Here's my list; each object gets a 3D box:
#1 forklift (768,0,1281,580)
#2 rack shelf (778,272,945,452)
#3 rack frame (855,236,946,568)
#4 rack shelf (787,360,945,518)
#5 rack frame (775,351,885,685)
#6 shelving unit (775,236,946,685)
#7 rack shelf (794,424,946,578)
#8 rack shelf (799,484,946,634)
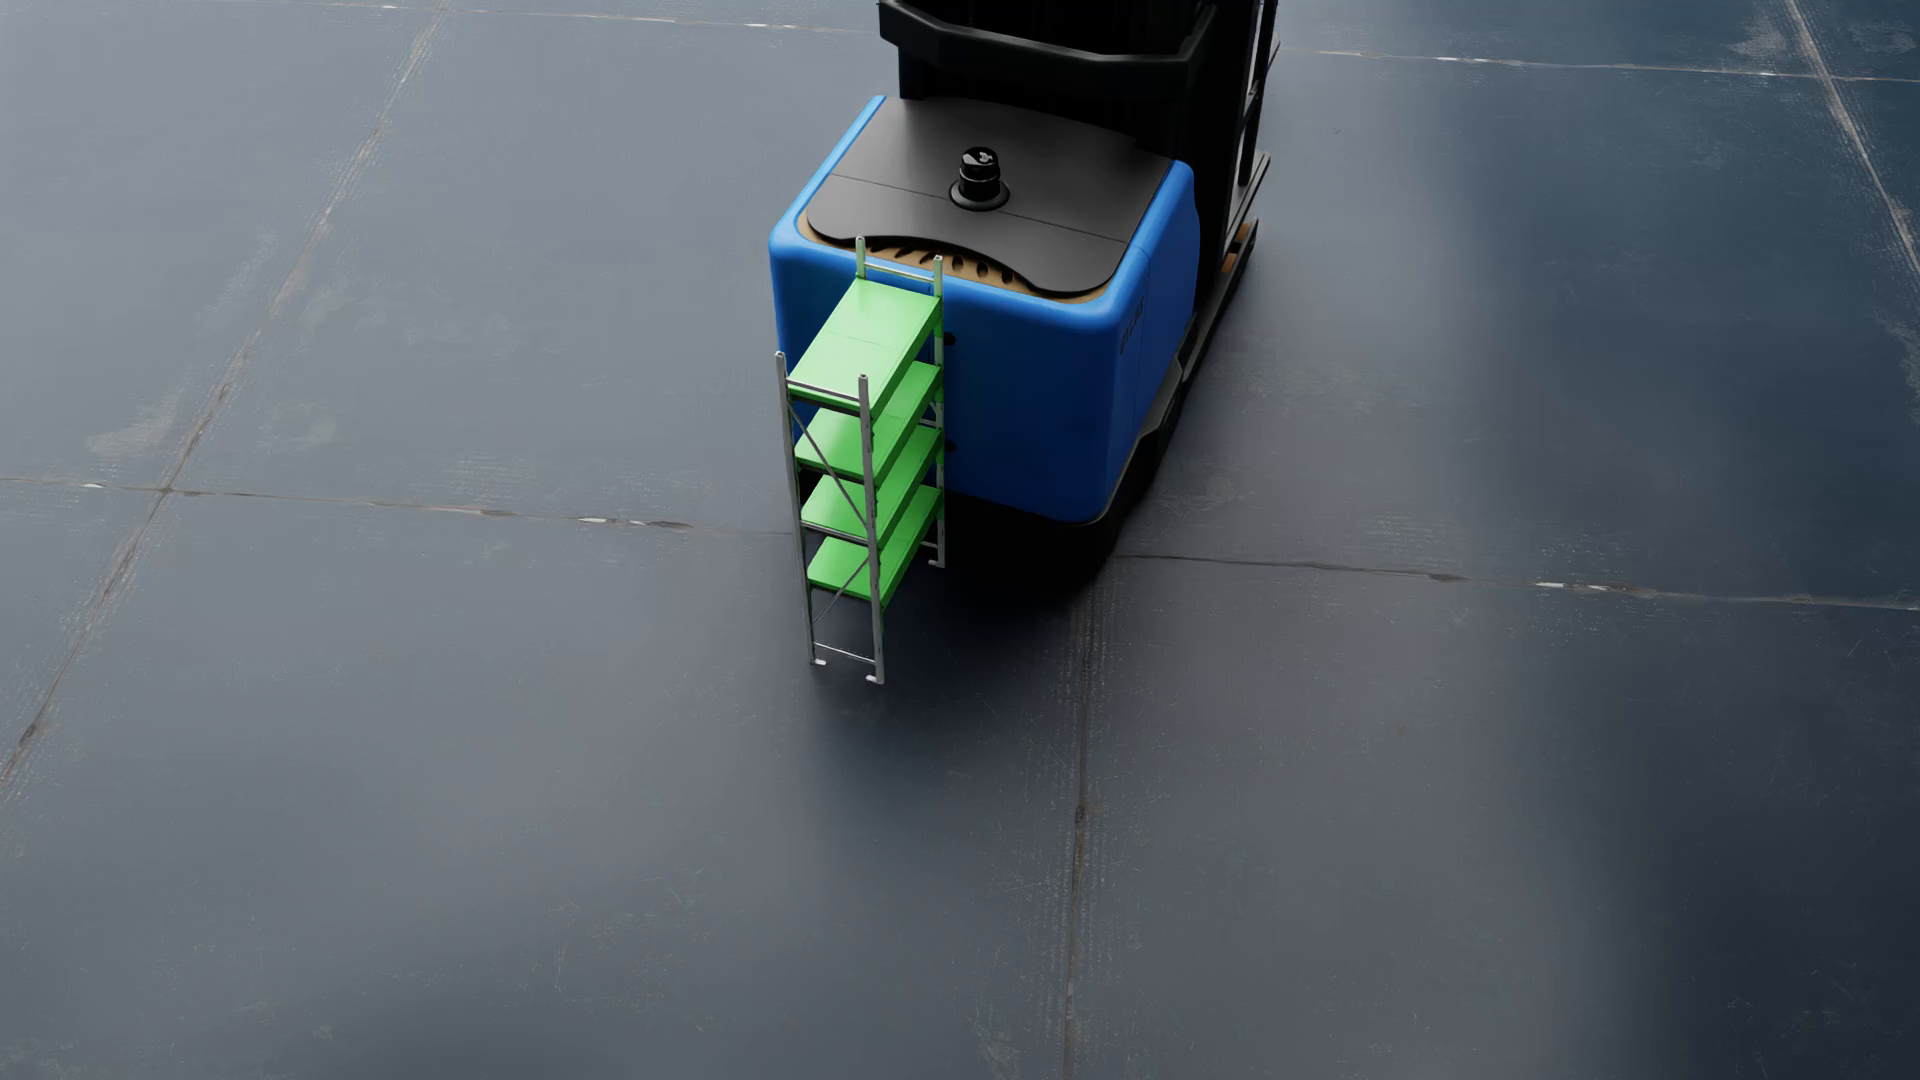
[{"bbox_3d":[0.458,-1.977,5.072,1.130,2.935,3.031,16,50,14],"label":"forklift"},{"bbox_3d":[-0.247,-0.466,4.299,0.258,0.148,0.480,16,50,14],"label":"rack shelf"},{"bbox_3d":[-0.159,-0.353,4.760,0.240,1.200,0.015,16,50,14],"label":"rack frame"},{"bbox_3d":[-0.247,-0.304,4.477,0.258,0.148,0.480,16,50,14],"label":"rack shelf"},{"bbox_3d":[-0.335,-0.018,4.453,0.240,1.200,0.015,16,50,14],"label":"rack frame"},{"bbox_3d":[-0.247,-0.185,4.606,0.258,1.200,0.503,16,50,14],"label":"shelving unit"},{"bbox_3d":[-0.247,-0.142,4.654,0.258,0.148,0.480,16,50,14],"label":"rack shelf"},{"bbox_3d":[-0.247,0.020,4.831,0.258,0.148,0.480,16,50,14],"label":"rack shelf"}]
